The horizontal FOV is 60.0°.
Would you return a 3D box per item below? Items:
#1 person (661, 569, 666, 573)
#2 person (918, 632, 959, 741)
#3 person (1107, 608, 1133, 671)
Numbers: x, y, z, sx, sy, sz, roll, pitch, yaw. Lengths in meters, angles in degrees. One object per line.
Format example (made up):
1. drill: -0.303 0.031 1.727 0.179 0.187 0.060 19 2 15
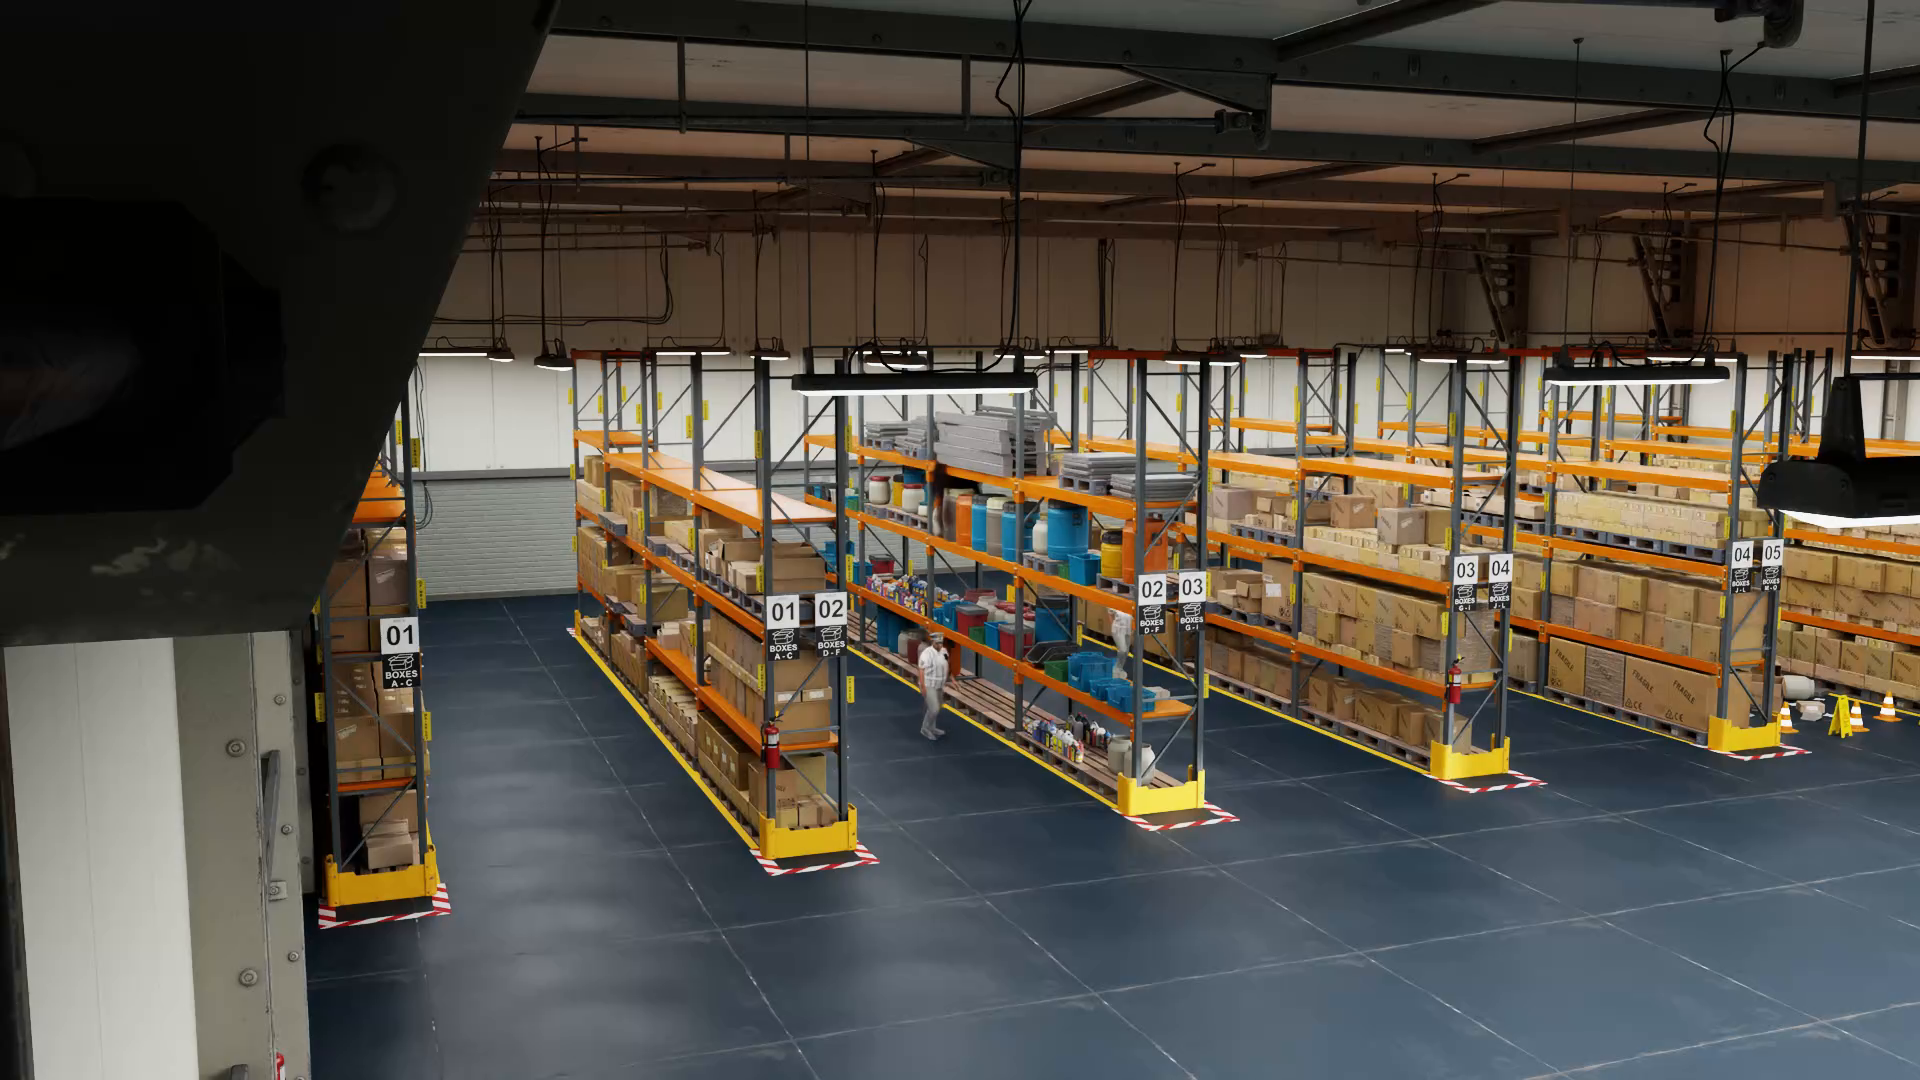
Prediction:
1. person: -6.343 1.064 35.796 0.531 1.700 0.657 -6 9 -39
2. person: -0.398 2.275 25.970 0.647 1.740 0.634 5 9 36
3. person: 3.010 1.743 30.549 0.499 1.675 0.801 -3 8 -22
